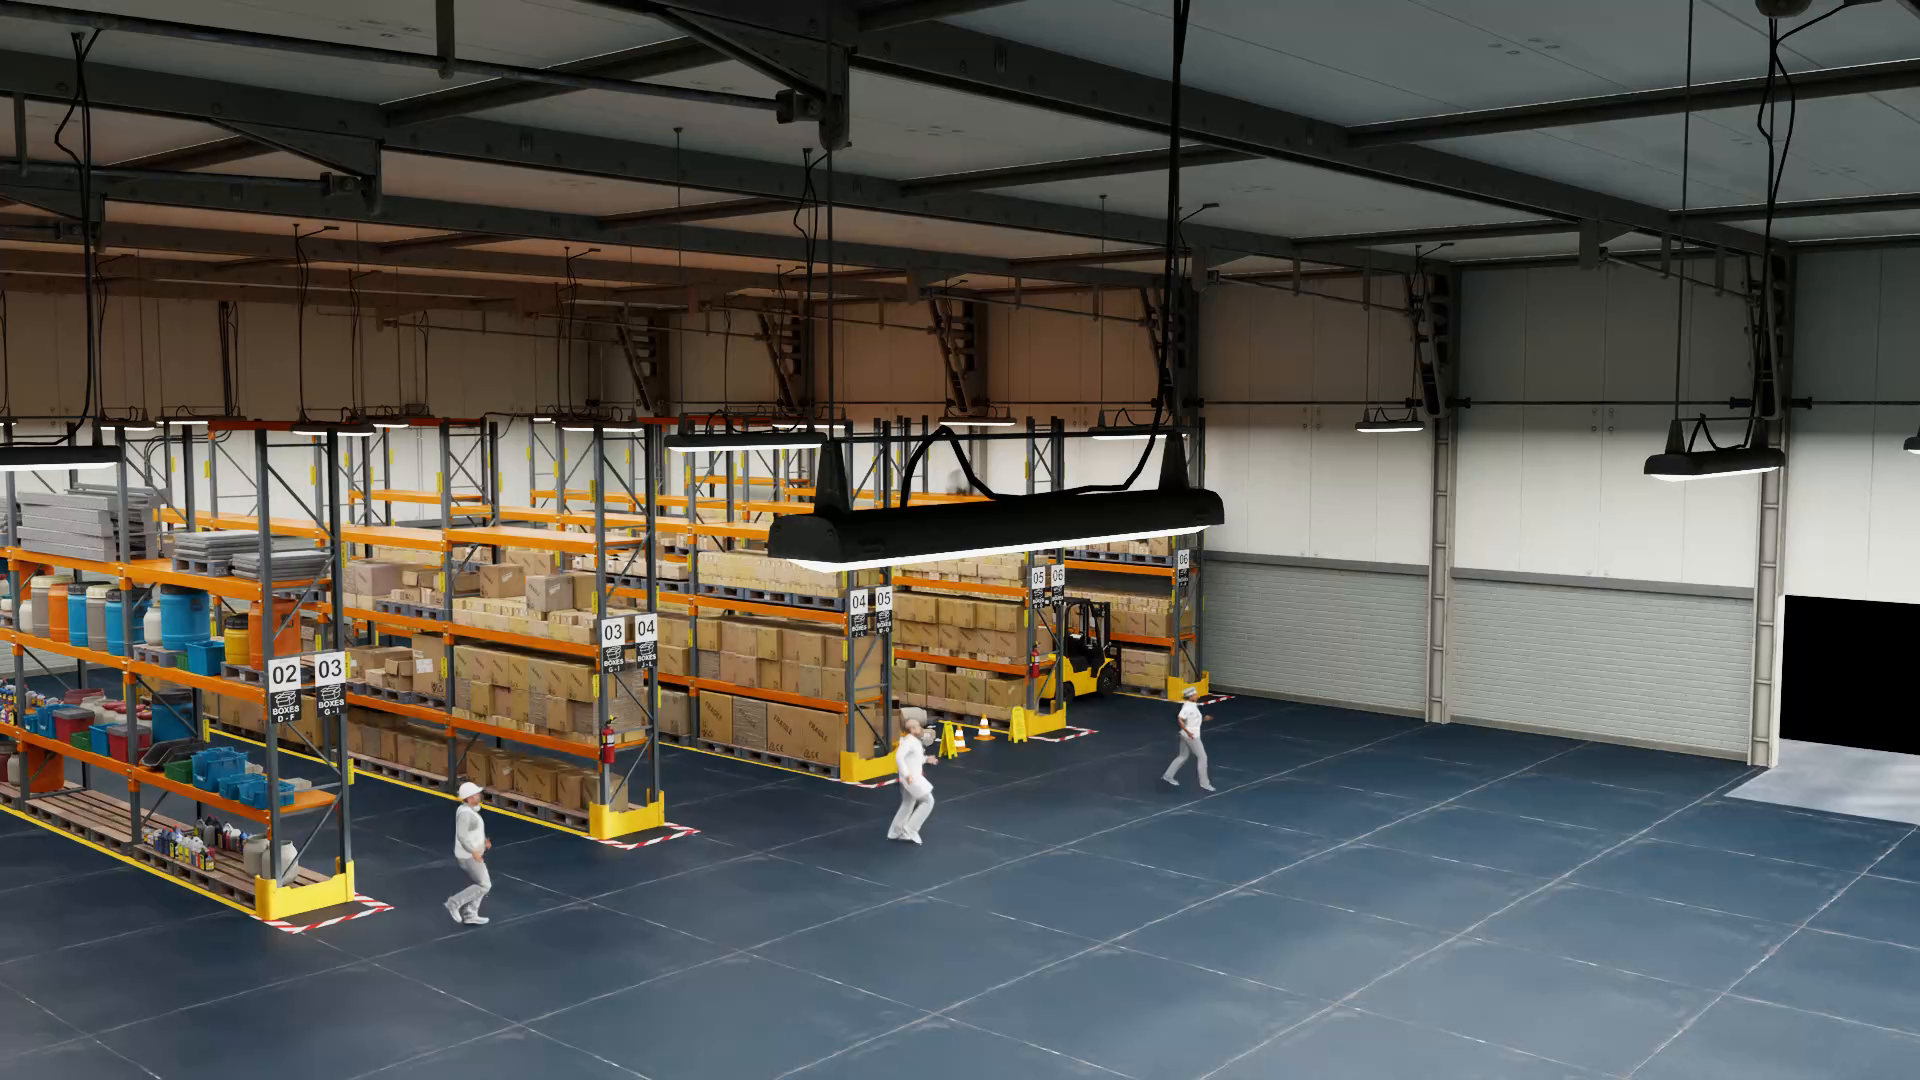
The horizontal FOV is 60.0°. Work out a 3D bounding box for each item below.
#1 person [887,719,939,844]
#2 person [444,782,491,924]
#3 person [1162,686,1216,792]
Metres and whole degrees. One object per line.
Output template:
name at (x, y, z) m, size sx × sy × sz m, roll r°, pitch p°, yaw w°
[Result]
person at (-0.667, 3.471, 23.943) m, size 0.772 × 1.798 × 0.700 m, roll -1°, pitch 5°, yaw -12°
person at (-5.961, 3.797, 20.131) m, size 0.578 × 1.746 × 0.678 m, roll -2°, pitch 5°, yaw -19°
person at (3.736, 3.226, 27.049) m, size 0.863 × 1.729 × 0.562 m, roll 0°, pitch 5°, yaw -3°
